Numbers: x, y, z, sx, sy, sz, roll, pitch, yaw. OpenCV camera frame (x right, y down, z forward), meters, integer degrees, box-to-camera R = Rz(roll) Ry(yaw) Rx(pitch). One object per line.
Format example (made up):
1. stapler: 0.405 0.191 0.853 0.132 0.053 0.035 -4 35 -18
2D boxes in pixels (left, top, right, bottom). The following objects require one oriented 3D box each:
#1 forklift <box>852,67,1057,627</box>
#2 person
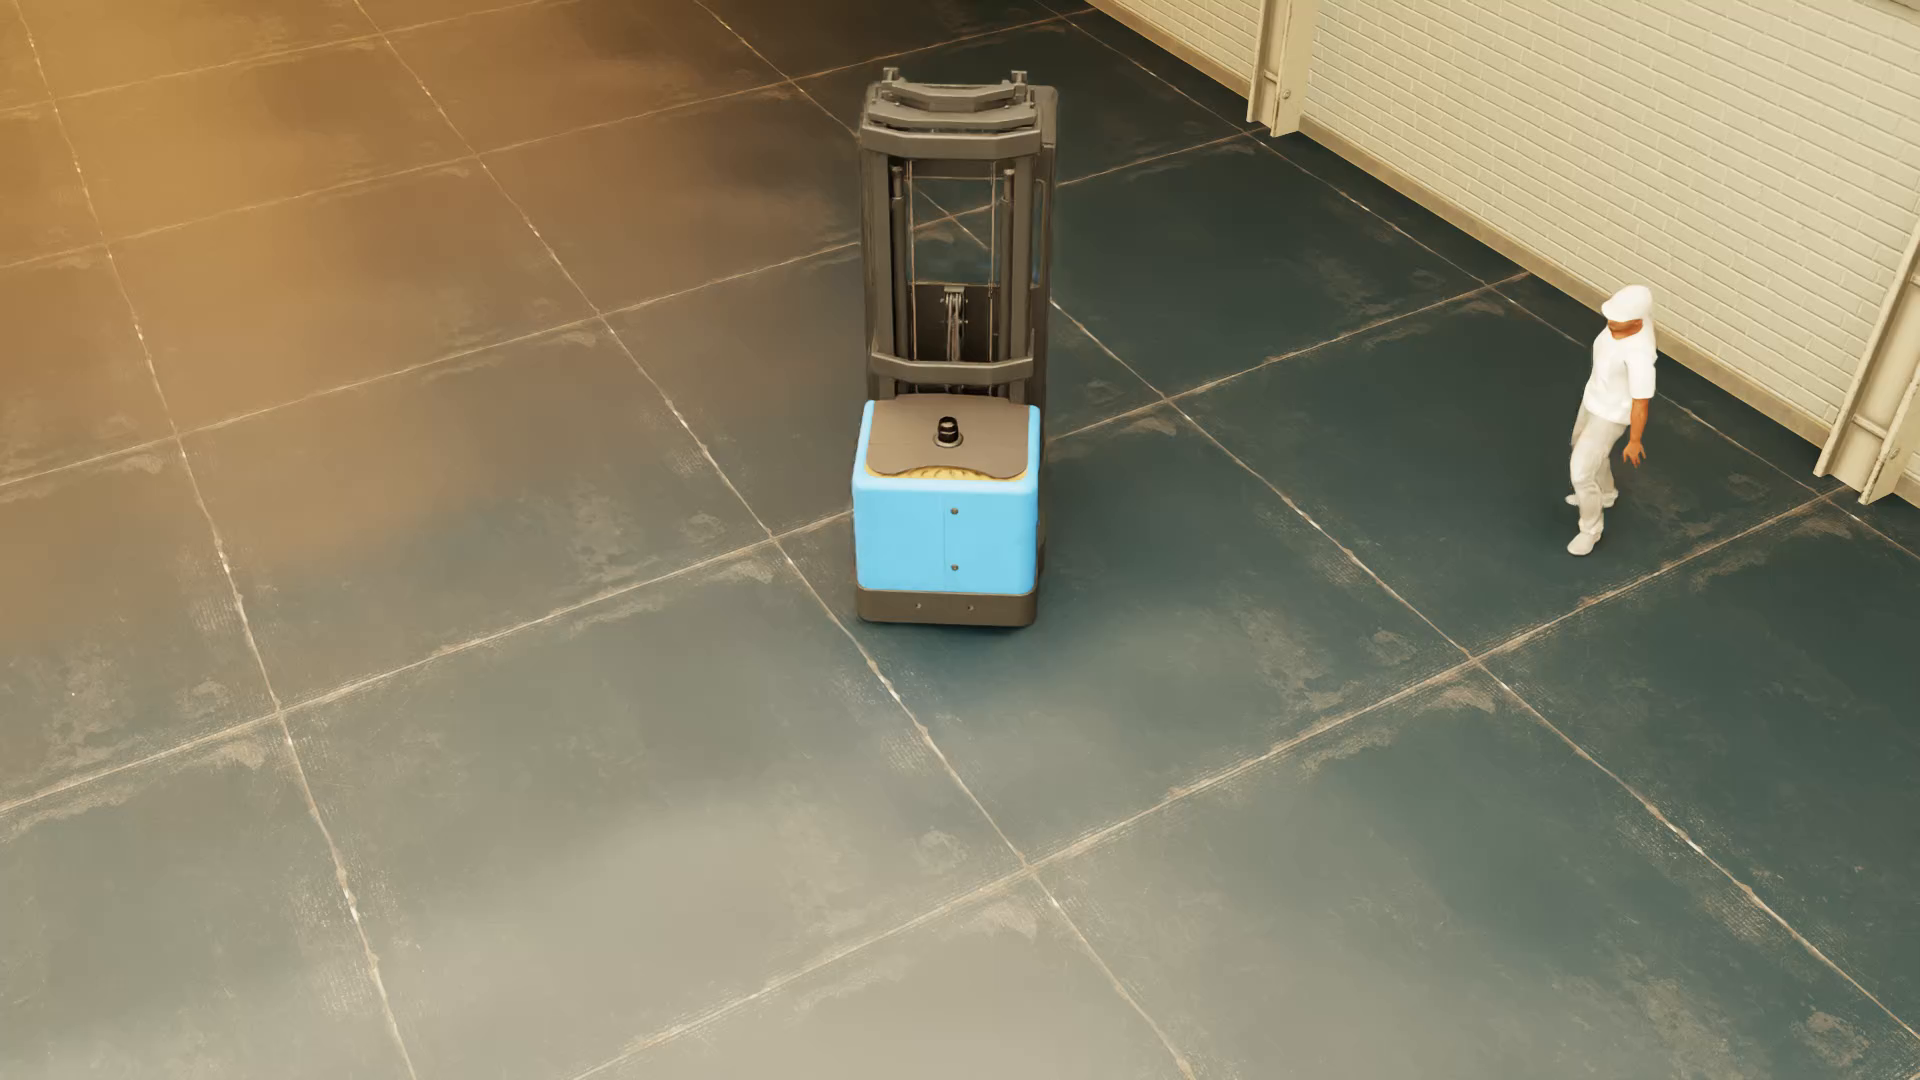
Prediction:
1. forklift: -0.009 -1.551 9.906 1.130 2.935 3.031 2 40 2
2. person: 3.912 -0.815 9.996 0.476 1.733 0.901 7 40 8
